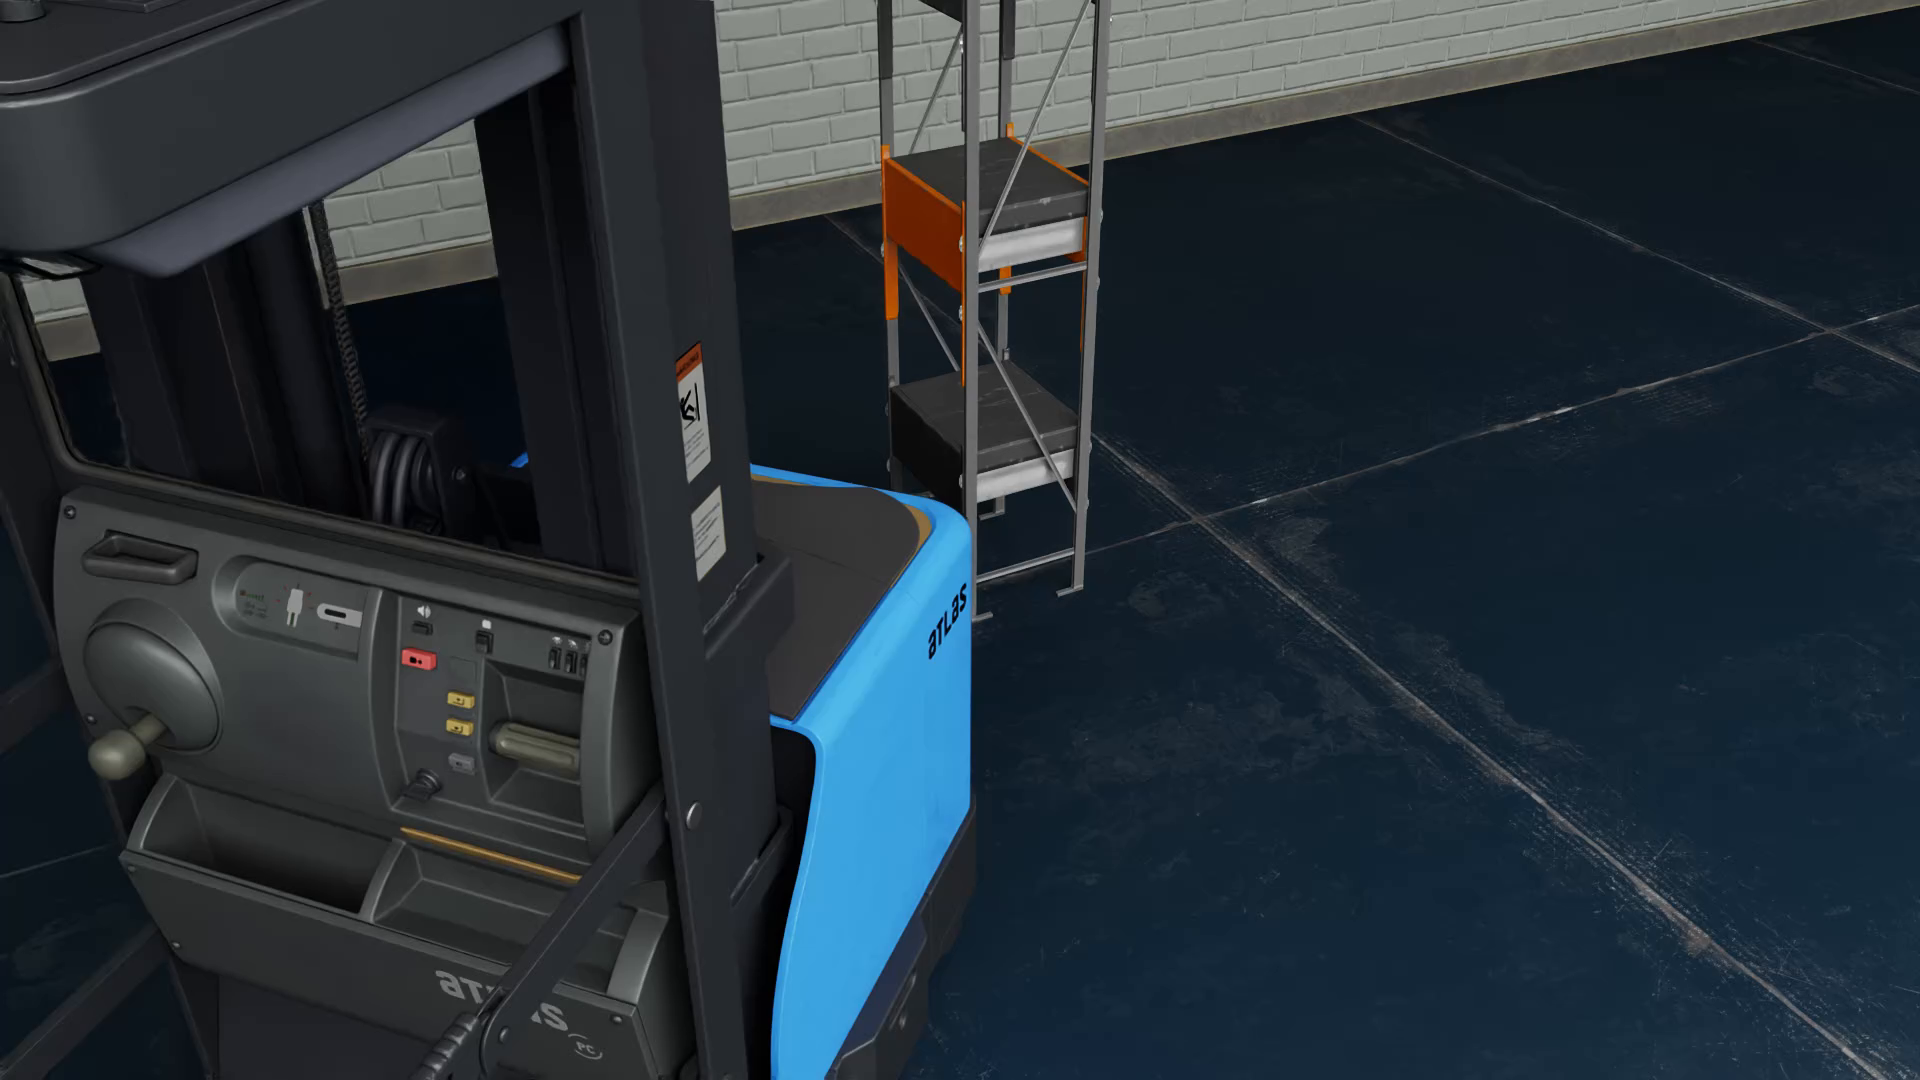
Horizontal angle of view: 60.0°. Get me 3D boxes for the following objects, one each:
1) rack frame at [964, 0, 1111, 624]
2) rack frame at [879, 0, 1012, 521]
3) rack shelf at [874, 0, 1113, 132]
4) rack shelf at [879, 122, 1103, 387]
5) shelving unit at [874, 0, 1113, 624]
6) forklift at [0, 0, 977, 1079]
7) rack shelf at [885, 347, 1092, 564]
[{"bbox_3d":[0.191,-0.689,4.379,0.400,2.100,0.015,-16,36,-23],"label":"rack frame"},{"bbox_3d":[-0.037,-0.922,4.742,0.400,2.100,0.015,-16,36,-23],"label":"rack frame"},{"bbox_3d":[0.077,-1.383,4.190,0.431,0.518,0.480,-16,36,-23],"label":"rack shelf"},{"bbox_3d":[0.077,-0.794,4.568,0.431,0.518,0.480,-16,36,-23],"label":"rack shelf"},{"bbox_3d":[0.077,-0.805,4.560,0.431,2.100,0.503,-16,36,-23],"label":"shelving unit"},{"bbox_3d":[-0.950,0.252,2.140,1.130,2.935,3.031,11,34,17],"label":"forklift"},{"bbox_3d":[0.077,-0.204,4.945,0.431,0.518,0.480,-16,36,-23],"label":"rack shelf"}]
